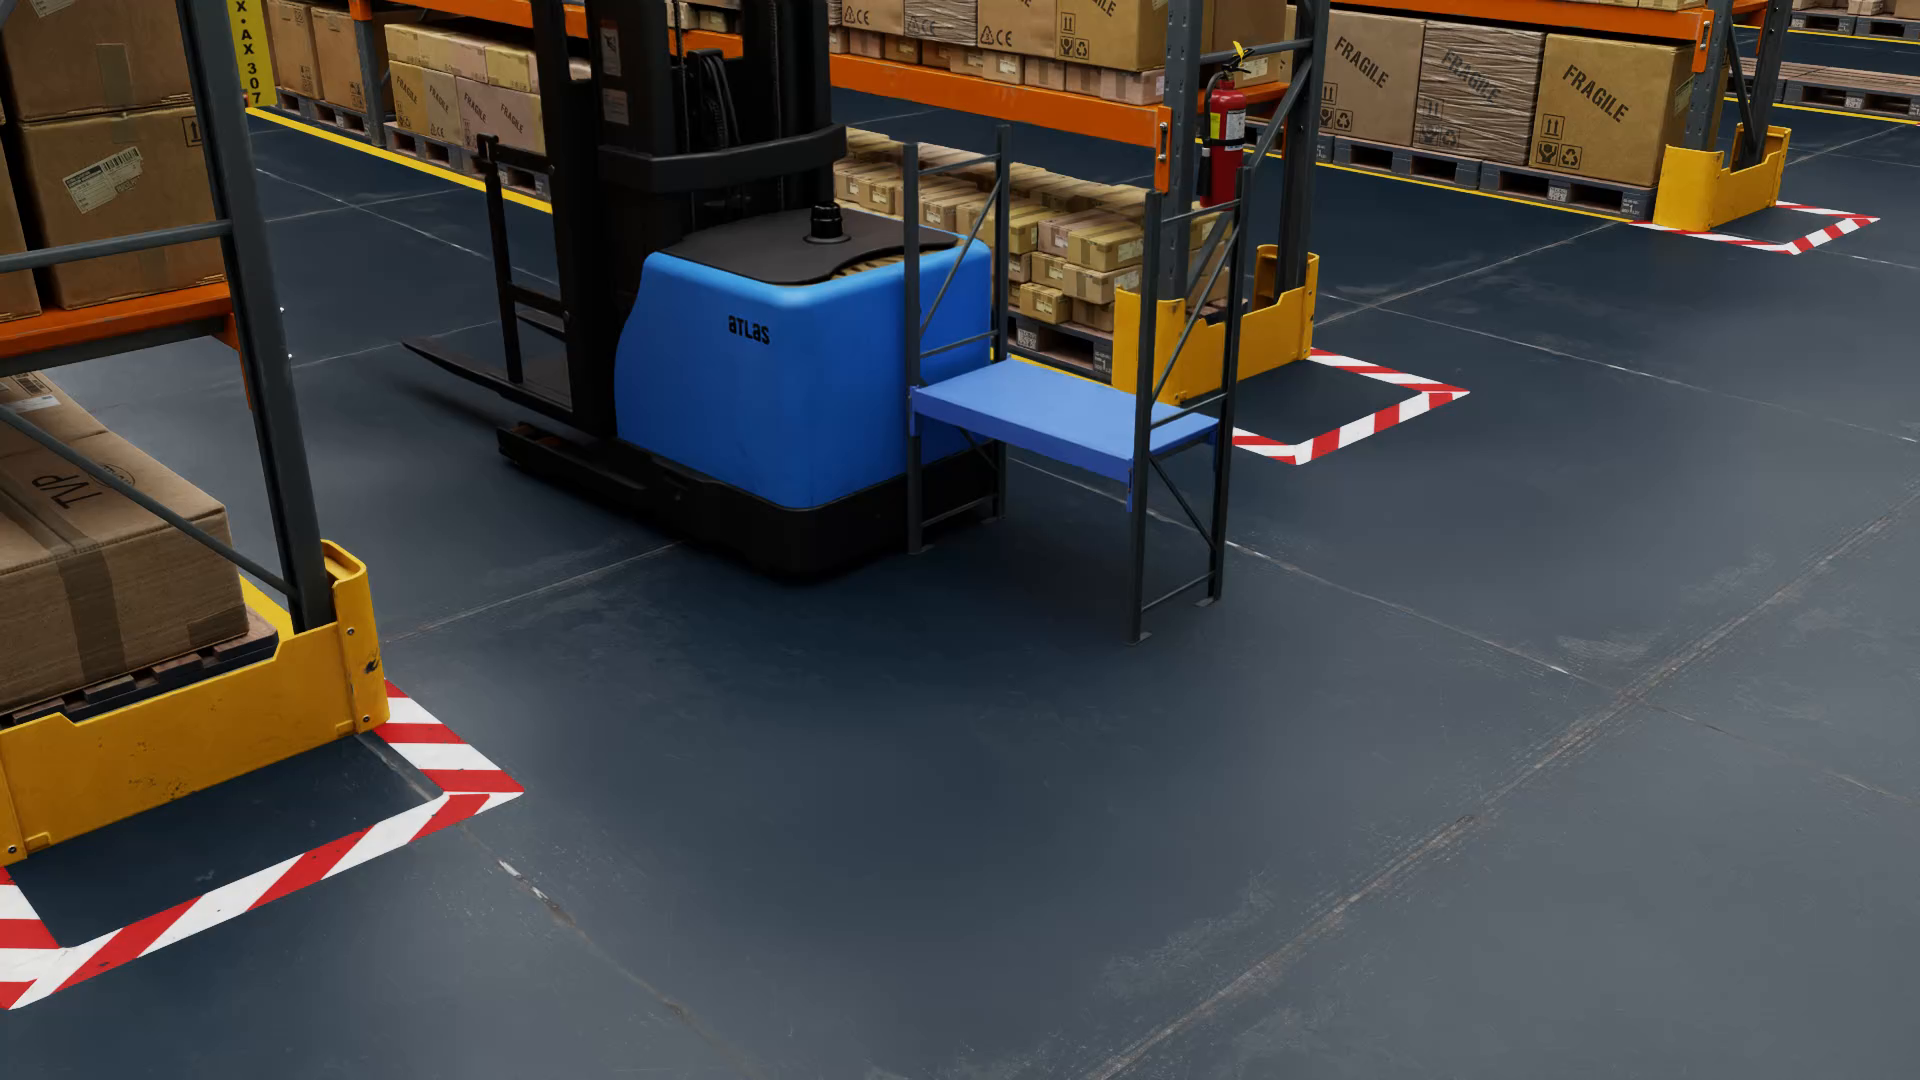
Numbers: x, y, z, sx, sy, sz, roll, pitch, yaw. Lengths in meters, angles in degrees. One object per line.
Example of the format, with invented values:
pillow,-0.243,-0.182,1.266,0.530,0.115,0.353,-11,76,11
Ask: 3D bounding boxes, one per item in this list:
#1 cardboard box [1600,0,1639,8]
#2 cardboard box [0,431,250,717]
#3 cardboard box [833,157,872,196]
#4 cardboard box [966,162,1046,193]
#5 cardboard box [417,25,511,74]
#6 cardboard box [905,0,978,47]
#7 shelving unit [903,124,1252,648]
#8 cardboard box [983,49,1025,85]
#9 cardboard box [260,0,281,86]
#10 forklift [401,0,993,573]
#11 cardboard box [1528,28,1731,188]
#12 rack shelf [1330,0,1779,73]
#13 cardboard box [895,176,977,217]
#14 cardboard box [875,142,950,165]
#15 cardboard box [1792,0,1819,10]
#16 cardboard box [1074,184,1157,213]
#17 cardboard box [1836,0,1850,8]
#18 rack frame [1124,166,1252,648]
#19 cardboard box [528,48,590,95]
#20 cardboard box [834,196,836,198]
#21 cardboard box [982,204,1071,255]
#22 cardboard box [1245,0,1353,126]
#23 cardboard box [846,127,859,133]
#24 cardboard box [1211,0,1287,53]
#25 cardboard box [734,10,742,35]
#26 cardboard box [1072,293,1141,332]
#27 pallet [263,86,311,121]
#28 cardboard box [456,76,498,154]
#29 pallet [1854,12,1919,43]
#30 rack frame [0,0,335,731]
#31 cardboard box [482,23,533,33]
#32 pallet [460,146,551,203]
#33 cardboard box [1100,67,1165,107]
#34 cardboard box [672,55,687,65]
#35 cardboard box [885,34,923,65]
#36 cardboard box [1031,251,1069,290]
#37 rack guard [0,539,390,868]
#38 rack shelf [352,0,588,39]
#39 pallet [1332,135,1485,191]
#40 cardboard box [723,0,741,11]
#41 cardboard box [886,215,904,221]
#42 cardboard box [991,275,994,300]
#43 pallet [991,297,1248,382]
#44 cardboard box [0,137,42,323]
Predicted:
cardboard box,4.302,-3.502,10.616,0.380,0.149,0.250,-21,32,-38
cardboard box,-2.793,0.091,5.018,0.875,0.438,0.875,22,33,40
cardboard box,-0.711,-2.025,9.287,0.380,0.149,0.250,-20,31,-37
cardboard box,0.251,-1.960,9.145,0.380,0.149,0.250,-21,32,-38
cardboard box,-3.551,-3.535,11.987,0.500,0.250,0.500,-22,32,-39
cardboard box,0.079,-2.700,8.075,0.500,0.500,0.500,-21,32,-38
shelving unit,0.360,-0.553,5.656,1.048,1.500,0.538,22,32,39
cardboard box,0.330,-2.280,7.937,0.380,0.149,0.250,-20,31,-37
cardboard box,-5.780,-4.495,14.693,1.050,0.750,0.750,-21,32,-38
forklift,-1.281,-1.725,6.501,3.031,2.935,1.130,22,32,39
cardboard box,4.469,-2.919,11.089,0.875,0.875,0.875,-21,32,-38
rack shelf,3.598,-3.802,11.838,1.077,0.370,4.000,-21,32,-38
cardboard box,-0.125,-1.809,8.813,0.250,0.149,0.380,23,33,40
cardboard box,-0.273,-2.194,9.657,0.250,0.149,0.380,22,32,39
cardboard box,9.594,-6.333,19.228,0.500,0.311,0.500,-21,32,-38
cardboard box,0.810,-1.729,8.639,0.380,0.149,0.250,-21,32,-39
cardboard box,10.361,-6.259,19.261,0.380,0.149,0.250,-21,32,-38
rack frame,0.727,-0.407,5.336,0.032,1.500,0.500,22,32,39
cardboard box,-2.494,-3.068,10.963,0.500,0.250,0.500,-19,31,-36
cardboard box,-0.660,-1.901,9.373,0.380,0.149,0.250,-19,31,-36
cardboard box,0.329,-1.535,8.214,0.380,0.149,0.250,-22,33,-40
cardboard box,2.624,-3.737,12.882,0.875,0.875,0.875,-21,32,-38
cardboard box,-0.822,-2.424,10.161,0.380,0.149,0.250,-21,32,-38
cardboard box,1.170,-2.543,7.730,0.500,0.500,0.500,-19,31,-36
cardboard box,-1.052,-2.943,9.390,0.250,0.149,0.380,22,33,39
cardboard box,0.763,-1.142,8.067,0.380,0.149,0.250,-21,32,-38
pallet,-5.506,-3.932,14.615,1.003,0.211,1.213,-21,32,-38
cardboard box,-3.195,-3.033,11.789,0.500,0.500,0.500,-22,33,-40
pallet,10.772,-5.698,18.486,1.003,0.211,1.213,-21,32,-38
rack frame,-2.269,-0.712,4.198,1.000,3.000,0.127,-21,32,-38
cardboard box,-3.181,-3.683,12.312,0.500,0.250,0.500,-21,32,-38
pallet,-2.830,-2.696,11.905,1.003,0.211,1.213,-21,32,-38
cardboard box,0.846,-2.052,7.436,0.380,0.149,0.250,-21,32,-38
cardboard box,-1.771,-3.053,10.930,0.500,0.250,0.500,22,33,39
cardboard box,-0.163,-2.543,8.512,0.380,0.149,0.250,-21,32,-38
cardboard box,0.567,-1.350,8.166,0.380,0.149,0.250,-22,33,-40
rack guard,-2.252,0.432,4.701,1.175,0.500,0.348,-21,32,-38
rack shelf,-2.825,-3.638,11.477,1.077,0.370,4.000,-21,32,-38
pallet,3.532,-2.845,12.231,1.003,0.211,1.213,-21,32,-38
cardboard box,-0.961,-3.171,9.107,0.500,0.500,0.500,-21,32,-38
cardboard box,-0.175,-1.649,8.821,0.380,0.149,0.250,-19,31,-36
cardboard box,0.218,-1.366,8.560,0.380,0.149,0.250,-21,32,-38
pallet,0.694,-1.158,8.534,1.003,0.211,1.213,-21,32,-38
cardboard box,-2.792,-0.829,4.333,0.500,0.500,0.500,-21,32,-38
